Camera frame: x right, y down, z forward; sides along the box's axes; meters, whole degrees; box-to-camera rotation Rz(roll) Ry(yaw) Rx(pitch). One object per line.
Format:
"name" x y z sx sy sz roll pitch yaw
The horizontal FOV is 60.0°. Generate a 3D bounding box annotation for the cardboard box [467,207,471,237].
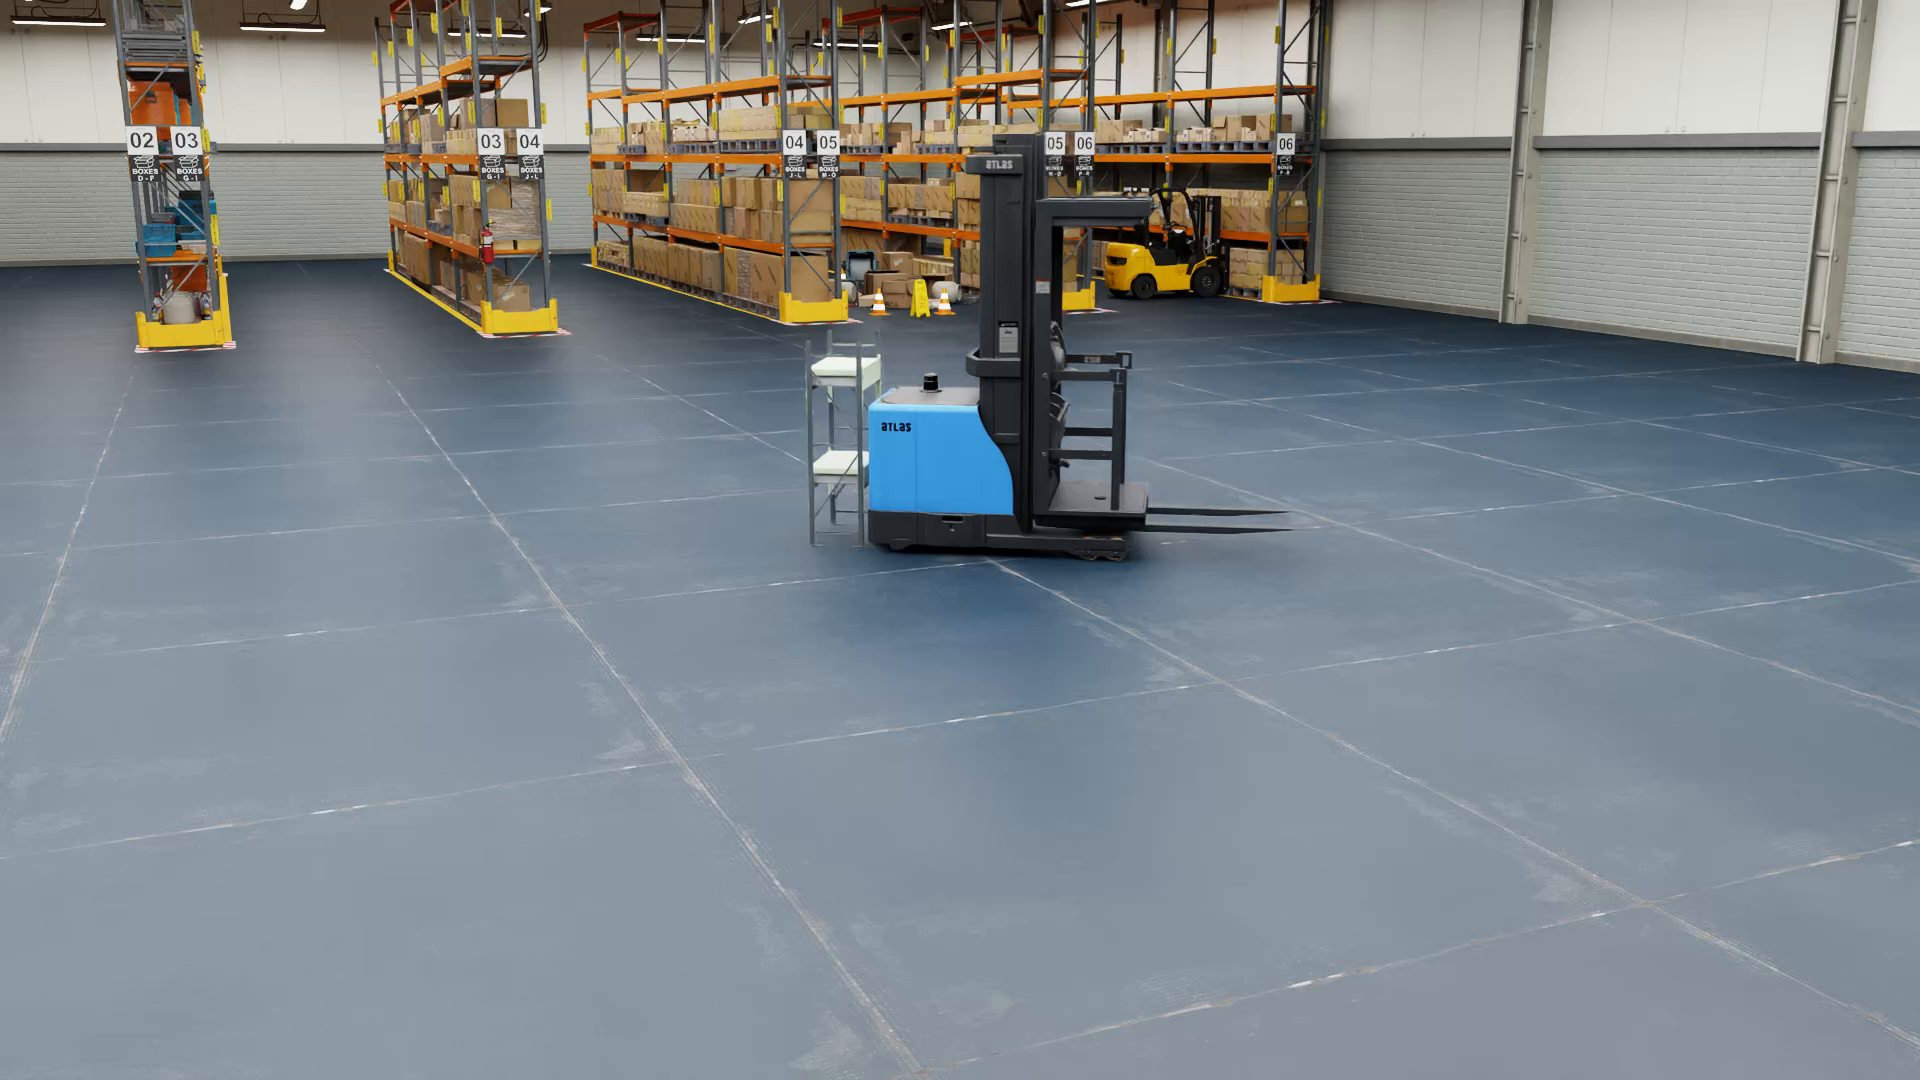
"cardboard box" -7.787 -5.353 27.966 0.875 0.500 0.500 -6 14 -23

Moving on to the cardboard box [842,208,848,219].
"cardboard box" -2.514 -7.816 39.822 0.500 0.250 0.500 -6 14 -23

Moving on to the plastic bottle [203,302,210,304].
"plastic bottle" -12.277 -3.776 27.107 0.097 0.271 0.097 0 13 0

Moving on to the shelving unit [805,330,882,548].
"shelving unit" -0.852 -0.764 12.343 0.431 1.500 0.755 2 13 8

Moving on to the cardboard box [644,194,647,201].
"cardboard box" -6.762 -7.567 36.719 0.380 0.149 0.250 -6 14 -23

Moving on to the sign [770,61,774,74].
"sign" -4.961 -12.451 43.786 0.100 0.325 0.005 -6 14 -23

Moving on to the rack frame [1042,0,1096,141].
"rack frame" 1.959 -8.662 29.837 1.000 3.000 0.127 -6 14 -23

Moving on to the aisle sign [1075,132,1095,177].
"aisle sign" 2.268 -7.021 30.286 0.394 0.787 0.004 -6 14 -23

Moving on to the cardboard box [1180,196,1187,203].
"cardboard box" 4.895 -7.236 35.323 0.380 0.149 0.250 -5 14 -22

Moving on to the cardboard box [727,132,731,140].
"cardboard box" -4.100 -7.479 30.783 0.380 0.149 0.250 -6 14 -23

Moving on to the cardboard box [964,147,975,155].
"cardboard box" 0.308 -7.758 33.144 0.380 0.149 0.250 -6 14 -23

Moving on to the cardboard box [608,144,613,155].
"cardboard box" -8.180 -9.425 40.119 0.500 0.250 0.500 -6 14 -24

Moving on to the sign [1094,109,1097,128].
"sign" 2.456 -7.675 30.289 0.100 0.325 0.005 -6 14 -23

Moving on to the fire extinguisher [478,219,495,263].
"fire extinguisher" -7.497 -4.741 26.373 0.296 0.674 0.183 -6 14 -23

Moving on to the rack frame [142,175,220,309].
"rack frame" -13.262 -5.223 28.284 1.000 3.000 0.127 -6 14 -23

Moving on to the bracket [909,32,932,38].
"bracket" -1.768 -15.439 51.139 0.076 0.066 5.218 -6 14 -23

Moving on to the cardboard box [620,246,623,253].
"cardboard box" -7.969 -7.006 40.059 0.380 0.149 0.250 -6 14 -23

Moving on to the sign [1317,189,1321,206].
"sign" 7.017 -6.697 32.559 0.100 0.325 0.005 -6 14 -23

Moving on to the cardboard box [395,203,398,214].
"cardboard box" -12.959 -7.779 39.003 0.500 0.250 0.500 -6 14 -24

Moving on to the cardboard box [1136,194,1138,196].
"cardboard box" 4.119 -7.639 37.062 0.380 0.149 0.250 -6 14 -24

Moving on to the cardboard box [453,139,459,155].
"cardboard box" -8.372 -6.730 28.476 0.500 0.250 0.500 -6 14 -25

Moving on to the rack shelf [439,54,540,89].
"rack shelf" -7.922 -7.828 27.837 1.077 0.370 4.000 -6 14 -23

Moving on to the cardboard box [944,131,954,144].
"cardboard box" -0.010 -8.266 34.181 0.500 0.250 0.500 -6 14 -24

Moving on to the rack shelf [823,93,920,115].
"rack shelf" -2.047 -10.182 38.890 1.077 0.370 4.000 -6 14 -23

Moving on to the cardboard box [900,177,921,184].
"cardboard box" -1.219 -8.052 38.067 0.500 0.500 0.500 -6 14 -25

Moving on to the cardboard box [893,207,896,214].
"cardboard box" -1.286 -7.390 37.273 0.380 0.149 0.250 -7 15 -26

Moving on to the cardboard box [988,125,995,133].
"cardboard box" 0.756 -7.934 32.135 0.380 0.149 0.250 -6 14 -24

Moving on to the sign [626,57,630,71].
"sign" -8.428 -12.077 42.173 0.100 0.325 0.005 -6 14 -23

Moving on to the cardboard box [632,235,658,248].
"cardboard box" -7.289 -6.926 38.591 0.500 0.250 0.500 -6 14 -25

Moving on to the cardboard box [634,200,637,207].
"cardboard box" -7.182 -7.639 37.687 0.380 0.149 0.250 -5 14 -21

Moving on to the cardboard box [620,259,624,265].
"cardboard box" -8.005 -6.726 40.170 0.380 0.149 0.250 -6 14 -25

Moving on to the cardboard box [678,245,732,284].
"cardboard box" -5.226 -5.718 34.482 1.050 0.750 0.750 -5 14 -22

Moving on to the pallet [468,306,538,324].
"pallet" -7.929 -3.924 28.855 1.003 0.211 1.213 -6 14 -23

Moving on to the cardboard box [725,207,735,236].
"cardboard box" -3.979 -6.095 31.721 0.875 0.550 0.550 -6 14 -23

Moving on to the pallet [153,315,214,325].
"pallet" -12.538 -3.469 26.892 1.003 0.211 1.213 -6 14 -23

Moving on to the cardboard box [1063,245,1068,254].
"cardboard box" 2.744 -7.000 40.574 0.500 0.500 0.500 -6 14 -24

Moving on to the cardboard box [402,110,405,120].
"cardboard box" -12.730 -9.860 38.629 0.500 0.250 0.500 -6 14 -25

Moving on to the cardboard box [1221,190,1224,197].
"cardboard box" 5.549 -7.069 33.941 0.380 0.149 0.250 -5 14 -22

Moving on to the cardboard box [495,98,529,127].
"cardboard box" -7.468 -7.074 27.637 0.500 0.500 0.500 -6 14 -23

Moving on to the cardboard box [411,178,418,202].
"cardboard box" -11.665 -7.729 36.667 0.797 0.503 0.637 -6 14 -24

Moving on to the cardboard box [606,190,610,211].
"cardboard box" -8.386 -8.337 40.858 0.500 0.500 0.500 -6 14 -24

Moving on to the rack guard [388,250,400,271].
"rack guard" -13.540 -6.937 41.232 1.175 0.500 0.348 -6 14 -23

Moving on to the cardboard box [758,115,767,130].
"cardboard box" -3.188 -7.237 28.853 0.500 0.250 0.500 -6 14 -23

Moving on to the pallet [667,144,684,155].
"pallet" -5.434 -8.165 34.762 1.213 0.211 1.003 -5 14 -20

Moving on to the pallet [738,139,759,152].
"pallet" -3.335 -7.094 29.912 1.003 0.211 1.213 -6 14 -23

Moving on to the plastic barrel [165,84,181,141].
"plastic barrel" -12.961 -6.918 26.912 0.600 0.901 0.708 -6 14 -23

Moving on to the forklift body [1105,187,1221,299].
"forklift body" 4.074 -6.002 33.531 2.313 2.155 1.214 -6 14 -23

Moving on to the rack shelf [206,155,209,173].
"rack shelf" -14.063 -6.747 29.812 1.077 0.370 4.000 -6 14 -23

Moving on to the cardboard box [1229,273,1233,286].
"cardboard box" 5.645 -5.329 33.911 0.500 0.250 0.500 -5 14 -22

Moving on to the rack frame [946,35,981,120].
"rack frame" 0.096 -12.416 46.060 1.000 3.000 0.127 -6 14 -23

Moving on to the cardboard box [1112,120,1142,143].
"cardboard box" 3.776 -9.222 37.537 0.500 0.500 0.500 -5 14 -22

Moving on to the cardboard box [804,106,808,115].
"cardboard box" -2.477 -7.401 28.680 0.380 0.149 0.250 -6 14 -23

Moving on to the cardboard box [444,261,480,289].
"cardboard box" -9.805 -5.243 32.939 0.700 0.500 0.500 -7 15 -28

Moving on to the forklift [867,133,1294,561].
"forklift" 0.892 -1.406 11.943 3.031 2.935 1.130 2 13 8

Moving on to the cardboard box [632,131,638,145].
"cardboard box" -7.183 -9.172 37.961 0.500 0.311 0.500 -6 14 -24
